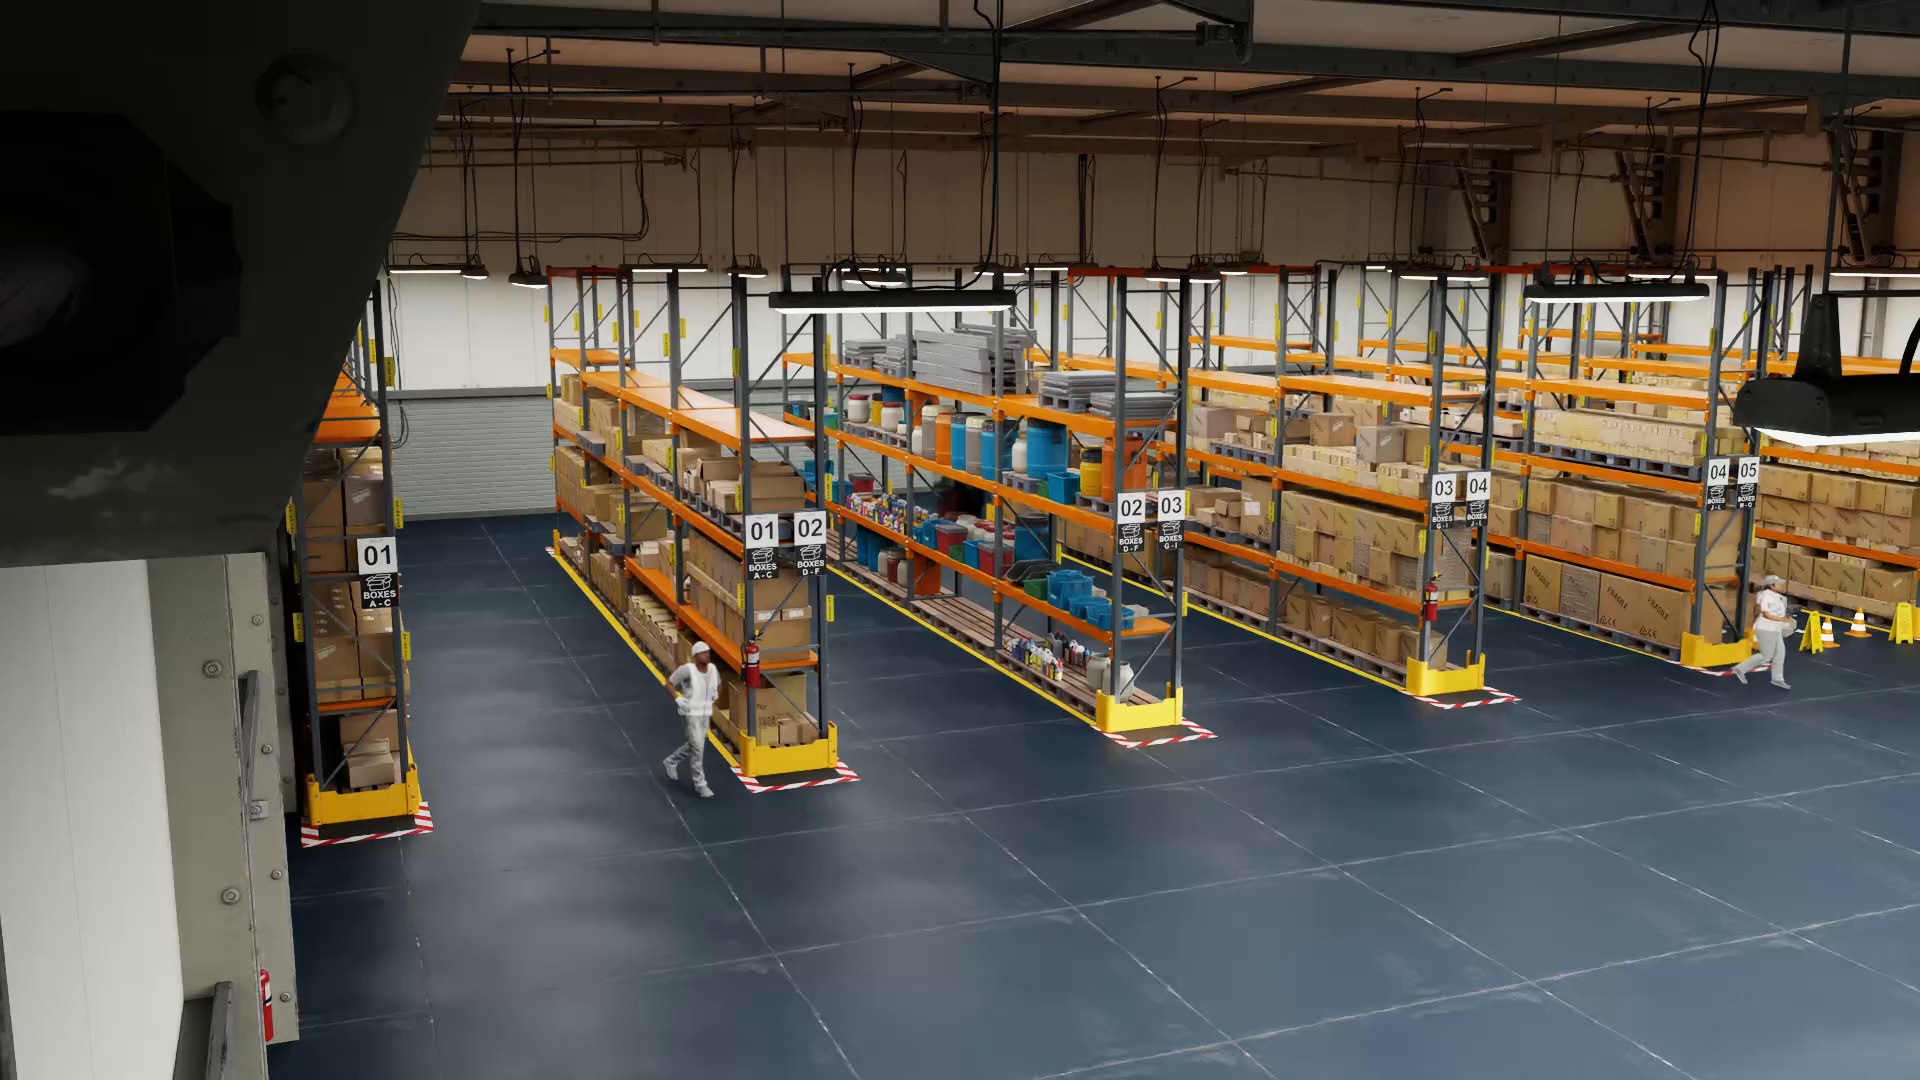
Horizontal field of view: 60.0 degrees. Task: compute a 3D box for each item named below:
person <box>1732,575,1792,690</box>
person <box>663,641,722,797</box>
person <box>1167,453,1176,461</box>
[{"bbox_3d":[11.735,1.338,24.211,0.823,1.686,0.626,4,11,23],"label":"person"},{"bbox_3d":[-3.121,2.075,19.766,0.921,1.782,0.693,8,13,39],"label":"person"},{"bbox_3d":[5.252,-1.749,41.490,0.476,1.768,0.673,3,10,18],"label":"person"}]
